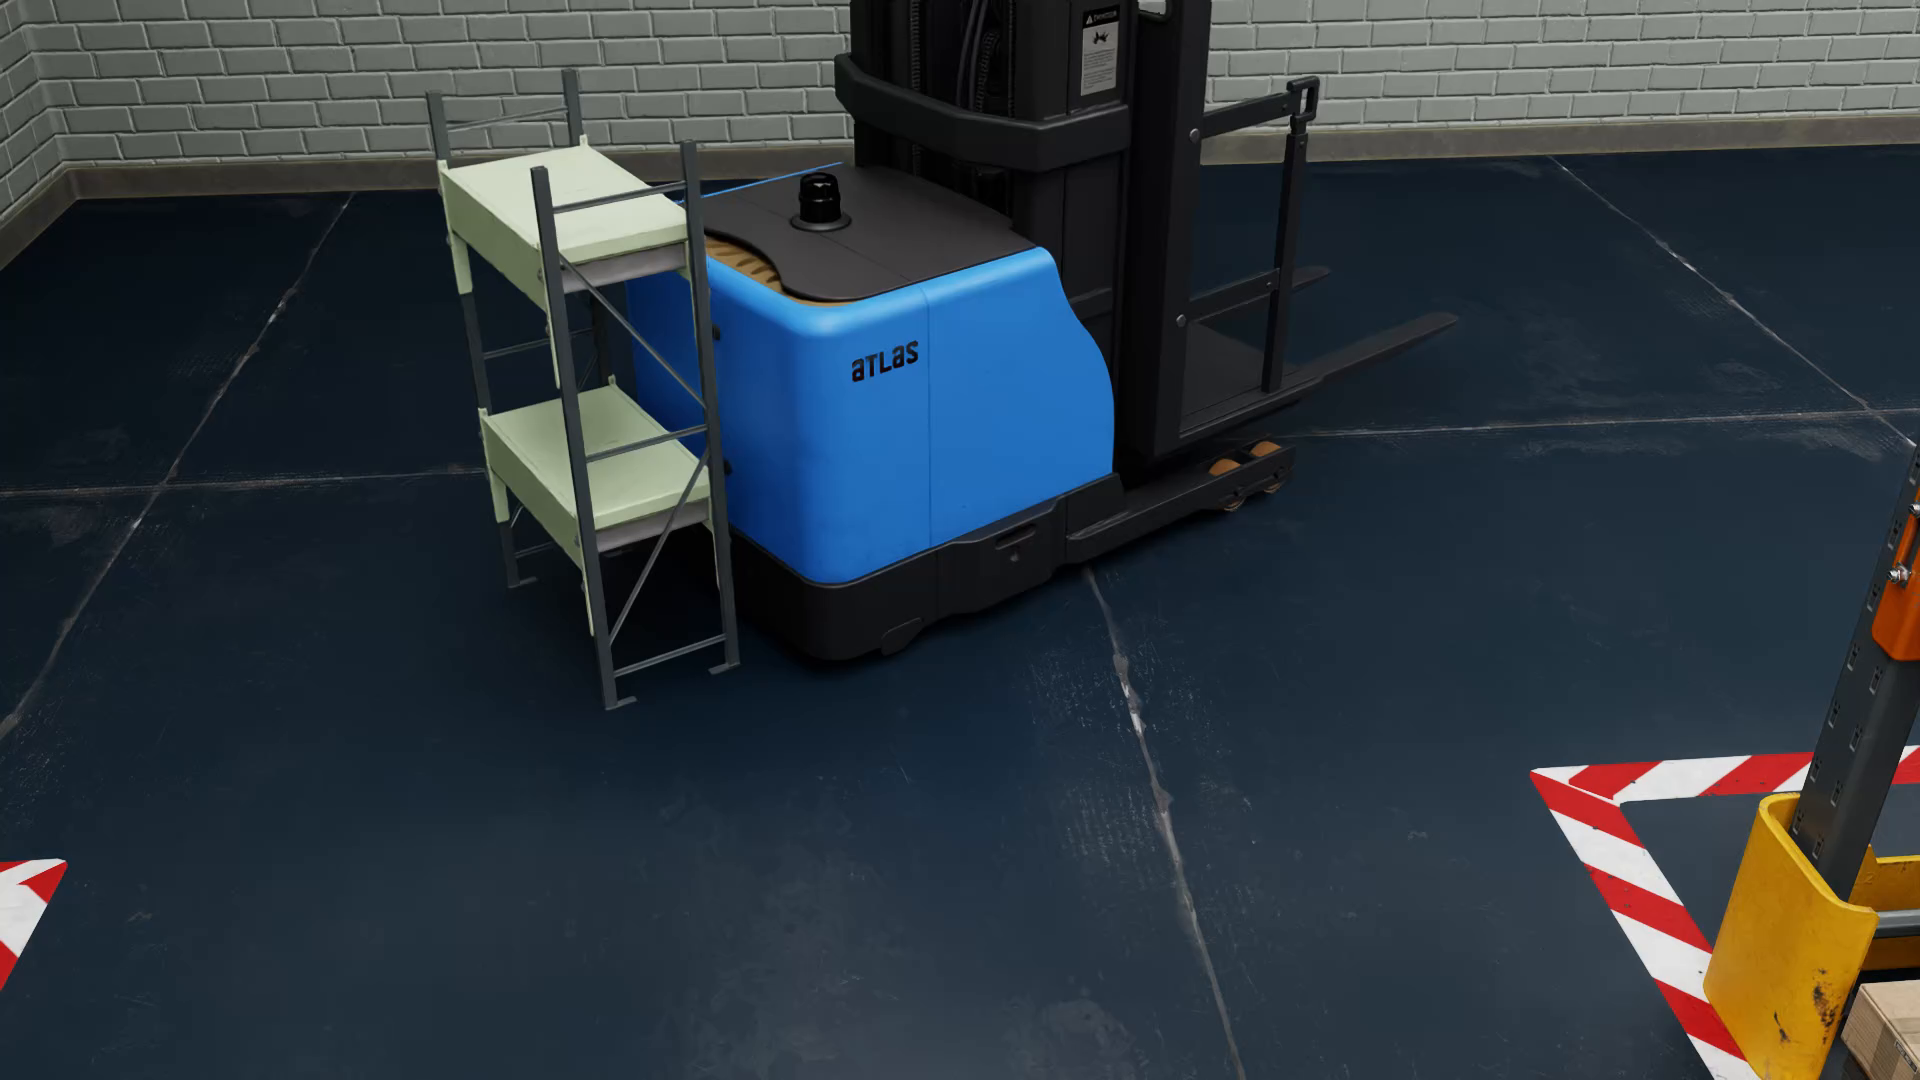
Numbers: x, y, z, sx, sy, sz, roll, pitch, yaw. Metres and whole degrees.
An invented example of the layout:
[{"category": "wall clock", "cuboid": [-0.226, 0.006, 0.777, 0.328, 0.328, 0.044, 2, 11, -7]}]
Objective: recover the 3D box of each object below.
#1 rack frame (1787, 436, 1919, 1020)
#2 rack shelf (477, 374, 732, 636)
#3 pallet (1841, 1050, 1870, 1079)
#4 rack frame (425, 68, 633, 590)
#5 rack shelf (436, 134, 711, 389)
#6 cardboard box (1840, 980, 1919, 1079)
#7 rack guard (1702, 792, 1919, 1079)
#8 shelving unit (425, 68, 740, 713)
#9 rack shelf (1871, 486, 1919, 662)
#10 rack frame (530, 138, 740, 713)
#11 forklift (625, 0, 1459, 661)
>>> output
[{"category": "rack frame", "cuboid": [2.199, -0.314, 2.850, 1.000, 3.000, 0.127, -3, 31, -5]}, {"category": "rack shelf", "cuboid": [-0.991, -0.117, 4.619, 0.431, 0.370, 0.720, -19, 36, -28]}, {"category": "pallet", "cuboid": [2.282, 1.329, 2.819, 1.003, 0.211, 1.213, -3, 31, -5]}, {"category": "rack frame", "cuboid": [-1.193, -0.554, 4.714, 0.400, 1.500, 0.023, -19, 36, -28]}, {"category": "rack shelf", "cuboid": [-0.991, -0.732, 4.252, 0.431, 0.370, 0.720, -19, 36, -28]}, {"category": "cardboard box", "cuboid": [1.896, 0.951, 3.083, 0.380, 0.149, 0.250, -3, 31, -5]}, {"category": "rack guard", "cuboid": [2.206, 0.798, 3.426, 1.175, 0.500, 0.348, -3, 31, -5]}, {"category": "shelving unit", "cuboid": [-0.991, -0.397, 4.452, 0.431, 1.500, 0.755, -19, 36, -28]}, {"category": "rack shelf", "cuboid": [2.386, 1.016, 1.325, 1.077, 0.370, 4.000, -3, 31, -5]}, {"category": "rack frame", "cuboid": [-0.789, -0.241, 4.190, 0.400, 1.500, 0.023, -19, 36, -28]}, {"category": "forklift", "cuboid": [0.483, -1.542, 4.973, 3.031, 2.935, 1.130, -23, 38, -33]}]
